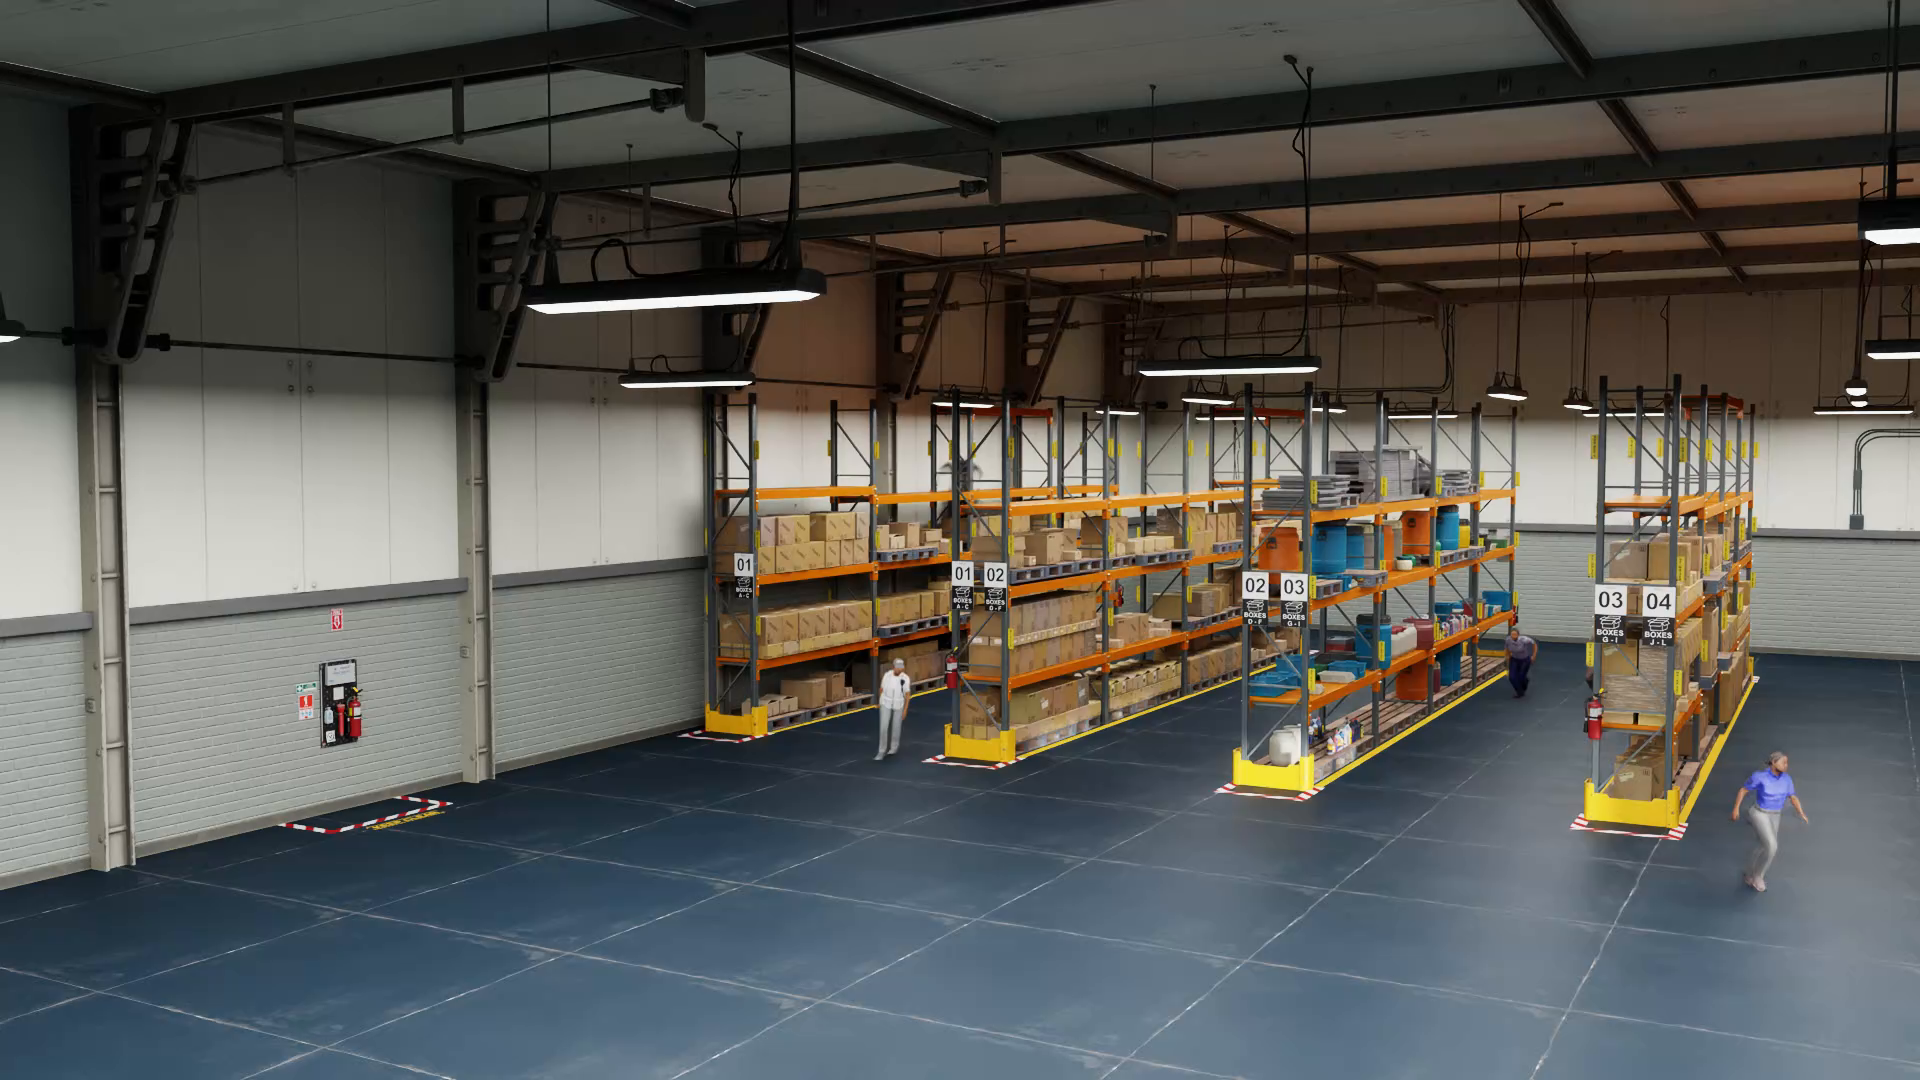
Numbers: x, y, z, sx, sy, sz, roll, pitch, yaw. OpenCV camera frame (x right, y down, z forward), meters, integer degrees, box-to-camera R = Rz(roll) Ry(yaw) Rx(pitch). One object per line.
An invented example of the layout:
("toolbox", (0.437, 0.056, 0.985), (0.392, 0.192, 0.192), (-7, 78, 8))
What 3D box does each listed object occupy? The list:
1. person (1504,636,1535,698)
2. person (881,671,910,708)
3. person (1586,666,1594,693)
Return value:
("person", (11.314, 2.544, 33.527), (0.595, 1.322, 0.693), (2, 4, 36))
("person", (-1.051, 2.413, 27.007), (0.481, 0.615, 0.343), (0, 3, -2))
("person", (12.594, 2.701, 32.638), (0.443, 0.923, 0.644), (3, 4, 42))
